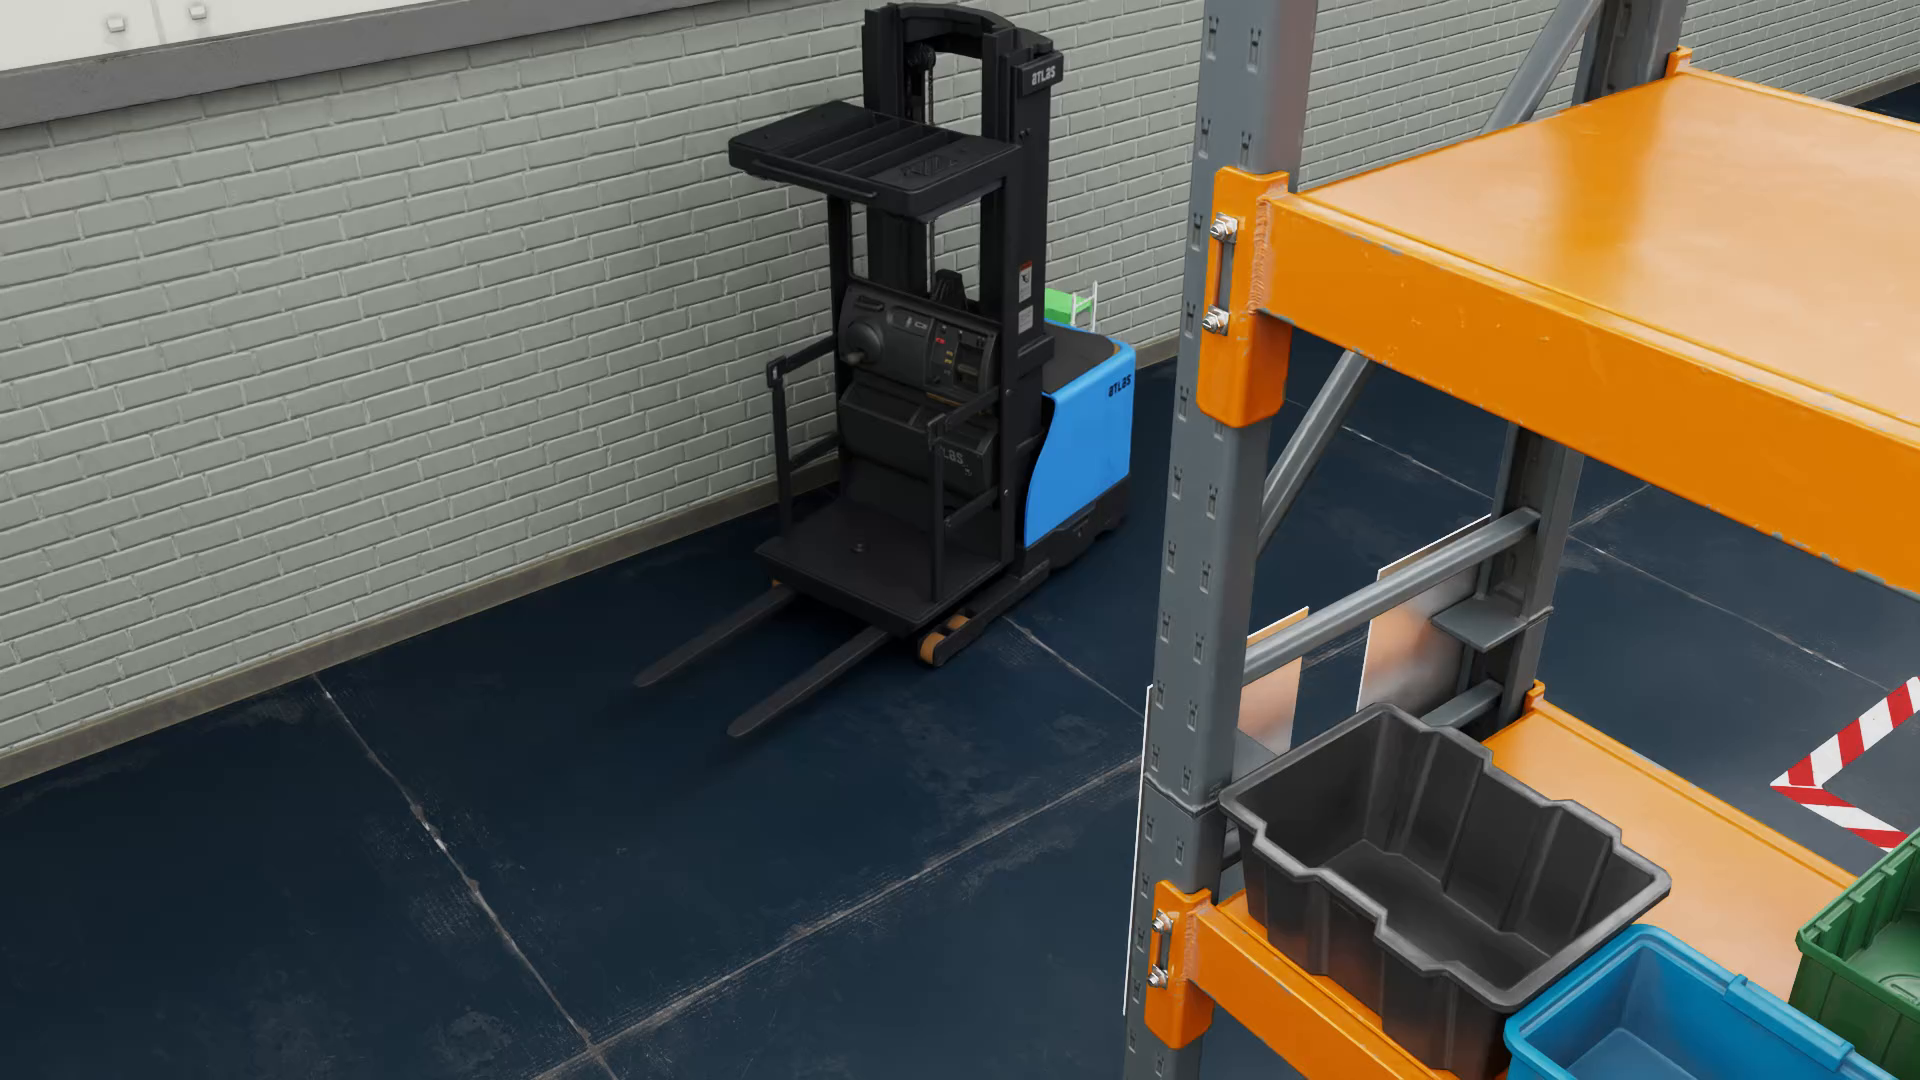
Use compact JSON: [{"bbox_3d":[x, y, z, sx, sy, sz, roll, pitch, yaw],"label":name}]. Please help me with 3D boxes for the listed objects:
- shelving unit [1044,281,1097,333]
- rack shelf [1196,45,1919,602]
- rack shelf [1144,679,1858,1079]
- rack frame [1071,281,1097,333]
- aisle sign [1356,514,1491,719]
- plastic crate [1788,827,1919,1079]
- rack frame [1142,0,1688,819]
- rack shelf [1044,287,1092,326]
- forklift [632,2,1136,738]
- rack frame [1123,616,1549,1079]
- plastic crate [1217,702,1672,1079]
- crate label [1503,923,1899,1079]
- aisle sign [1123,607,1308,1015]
[{"bbox_3d":[0.486,-0.959,9.650,0.503,1.200,0.258,21,36,30],"label":"shelving unit"},{"bbox_3d":[1.977,0.318,1.270,1.077,0.370,4.000,-22,38,-31],"label":"rack shelf"},{"bbox_3d":[1.977,1.422,1.956,1.077,0.370,4.000,-22,38,-31],"label":"rack shelf"},{"bbox_3d":[0.683,-0.883,9.528,0.015,1.200,0.240,21,36,30],"label":"rack frame"},{"bbox_3d":[0.938,0.328,3.414,0.394,0.787,0.004,-22,38,-31],"label":"aisle sign"},{"bbox_3d":[1.581,0.692,2.651,0.450,0.188,0.336,-22,38,-31],"label":"plastic crate"},{"bbox_3d":[0.751,-0.991,2.317,1.000,3.000,0.127,-22,38,-31],"label":"rack frame"},{"bbox_3d":[0.492,-1.316,9.438,0.480,0.148,0.258,21,36,30],"label":"rack shelf"},{"bbox_3d":[-0.341,-0.914,7.944,1.130,2.935,3.031,22,38,31],"label":"forklift"},{"bbox_3d":[0.751,1.557,3.899,1.000,3.000,0.127,-22,38,-31],"label":"rack frame"},{"bbox_3d":[0.767,0.589,2.739,0.497,0.269,0.590,-22,38,-31],"label":"plastic crate"},{"bbox_3d":[1.061,0.835,2.360,0.408,0.251,0.502,-22,38,-31],"label":"crate label"},{"bbox_3d":[0.472,0.519,3.107,0.394,0.787,0.004,-22,38,-31],"label":"aisle sign"}]
